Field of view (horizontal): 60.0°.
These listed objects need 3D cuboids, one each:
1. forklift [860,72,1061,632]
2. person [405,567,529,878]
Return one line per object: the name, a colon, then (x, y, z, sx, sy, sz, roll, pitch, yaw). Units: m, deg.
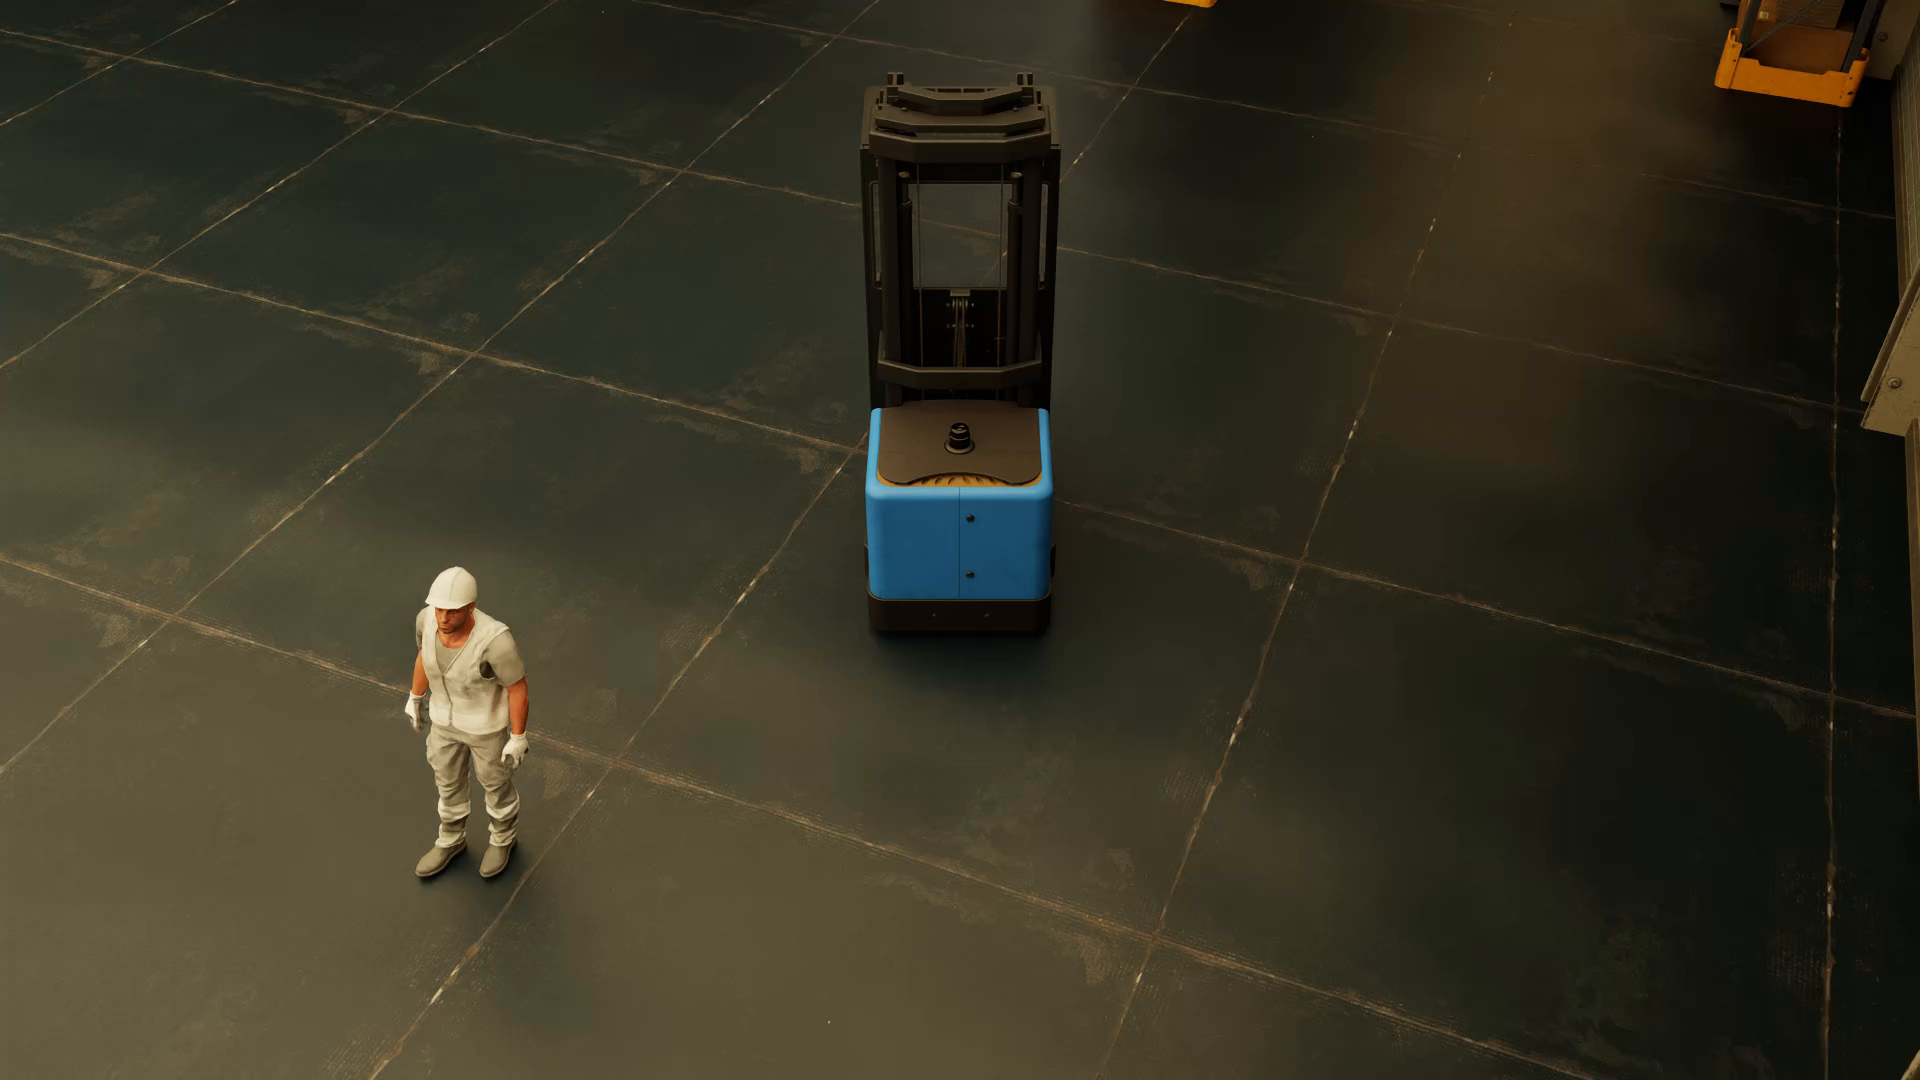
forklift: (0.002, -1.515, 9.816, 1.130, 2.935, 3.031, 0, 40, 0)
person: (-2.344, 0.897, 7.813, 0.637, 1.788, 0.564, 14, 42, 16)
